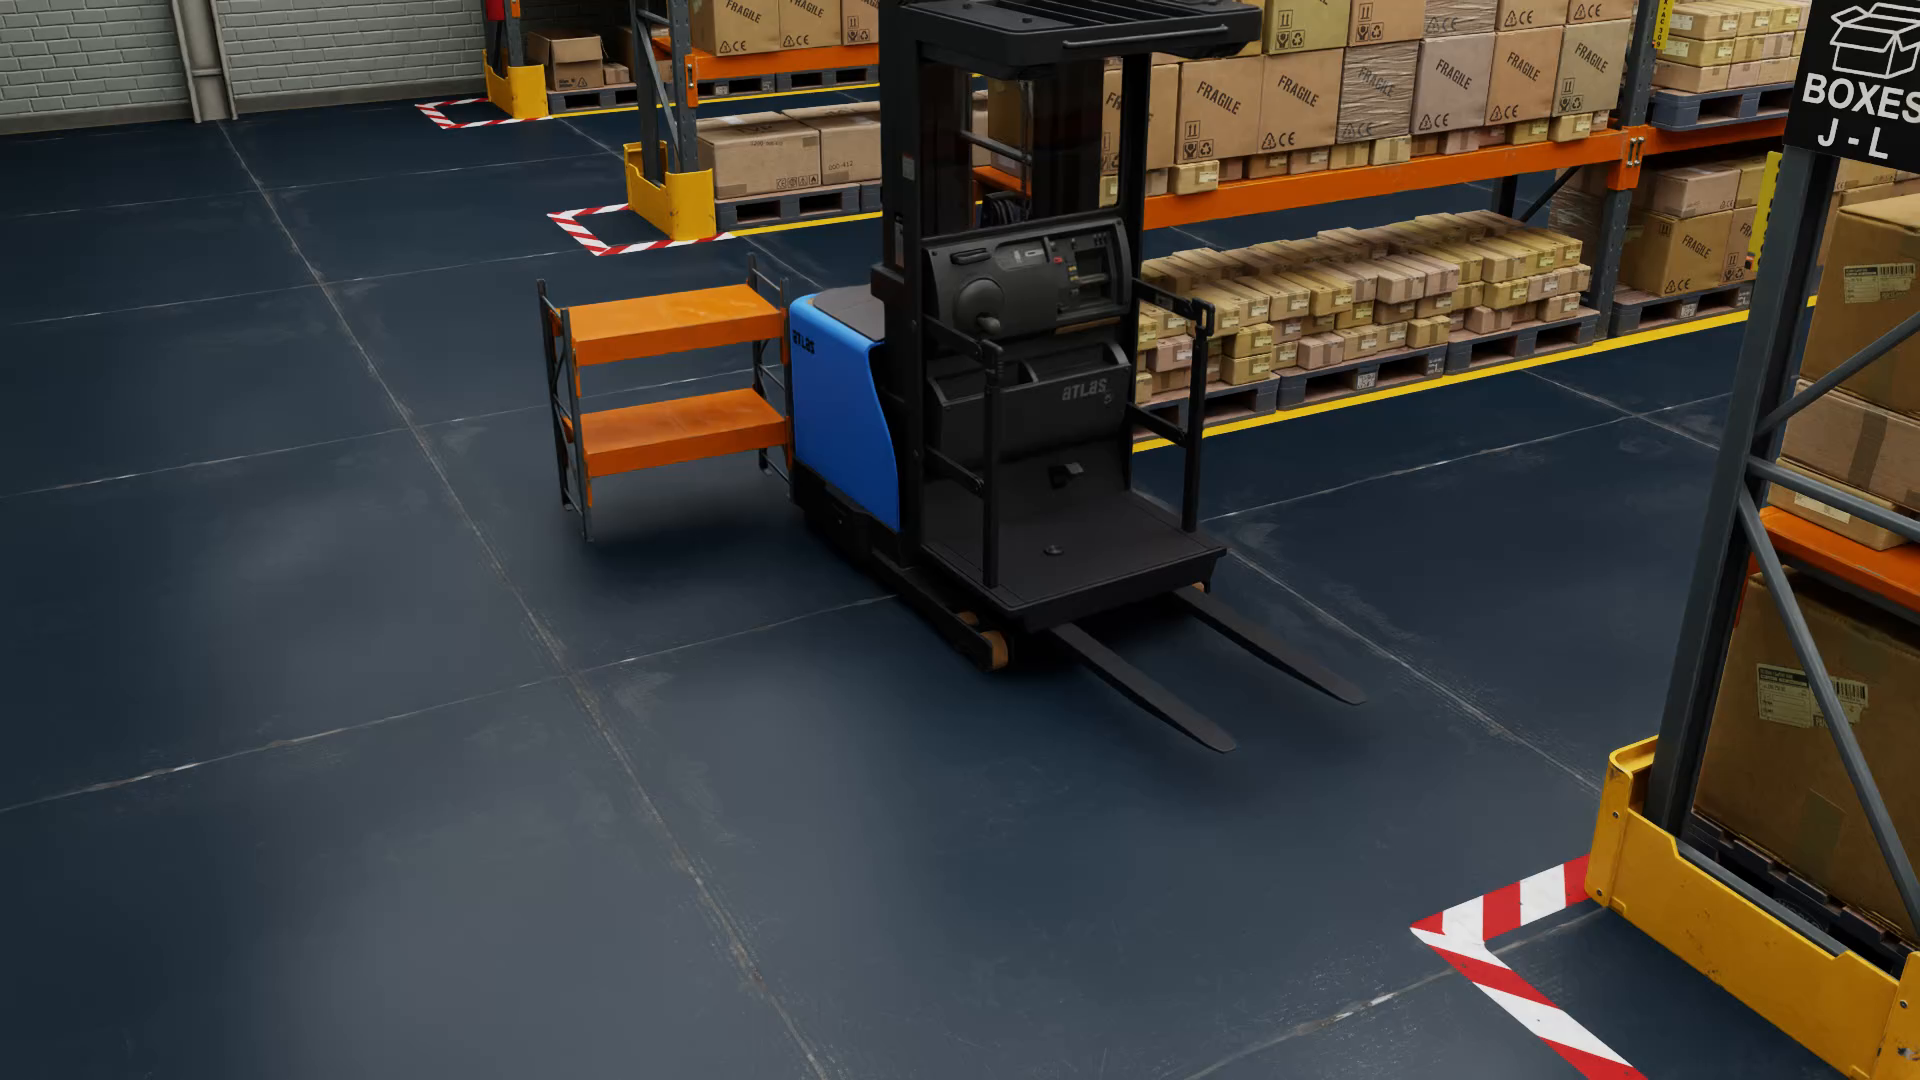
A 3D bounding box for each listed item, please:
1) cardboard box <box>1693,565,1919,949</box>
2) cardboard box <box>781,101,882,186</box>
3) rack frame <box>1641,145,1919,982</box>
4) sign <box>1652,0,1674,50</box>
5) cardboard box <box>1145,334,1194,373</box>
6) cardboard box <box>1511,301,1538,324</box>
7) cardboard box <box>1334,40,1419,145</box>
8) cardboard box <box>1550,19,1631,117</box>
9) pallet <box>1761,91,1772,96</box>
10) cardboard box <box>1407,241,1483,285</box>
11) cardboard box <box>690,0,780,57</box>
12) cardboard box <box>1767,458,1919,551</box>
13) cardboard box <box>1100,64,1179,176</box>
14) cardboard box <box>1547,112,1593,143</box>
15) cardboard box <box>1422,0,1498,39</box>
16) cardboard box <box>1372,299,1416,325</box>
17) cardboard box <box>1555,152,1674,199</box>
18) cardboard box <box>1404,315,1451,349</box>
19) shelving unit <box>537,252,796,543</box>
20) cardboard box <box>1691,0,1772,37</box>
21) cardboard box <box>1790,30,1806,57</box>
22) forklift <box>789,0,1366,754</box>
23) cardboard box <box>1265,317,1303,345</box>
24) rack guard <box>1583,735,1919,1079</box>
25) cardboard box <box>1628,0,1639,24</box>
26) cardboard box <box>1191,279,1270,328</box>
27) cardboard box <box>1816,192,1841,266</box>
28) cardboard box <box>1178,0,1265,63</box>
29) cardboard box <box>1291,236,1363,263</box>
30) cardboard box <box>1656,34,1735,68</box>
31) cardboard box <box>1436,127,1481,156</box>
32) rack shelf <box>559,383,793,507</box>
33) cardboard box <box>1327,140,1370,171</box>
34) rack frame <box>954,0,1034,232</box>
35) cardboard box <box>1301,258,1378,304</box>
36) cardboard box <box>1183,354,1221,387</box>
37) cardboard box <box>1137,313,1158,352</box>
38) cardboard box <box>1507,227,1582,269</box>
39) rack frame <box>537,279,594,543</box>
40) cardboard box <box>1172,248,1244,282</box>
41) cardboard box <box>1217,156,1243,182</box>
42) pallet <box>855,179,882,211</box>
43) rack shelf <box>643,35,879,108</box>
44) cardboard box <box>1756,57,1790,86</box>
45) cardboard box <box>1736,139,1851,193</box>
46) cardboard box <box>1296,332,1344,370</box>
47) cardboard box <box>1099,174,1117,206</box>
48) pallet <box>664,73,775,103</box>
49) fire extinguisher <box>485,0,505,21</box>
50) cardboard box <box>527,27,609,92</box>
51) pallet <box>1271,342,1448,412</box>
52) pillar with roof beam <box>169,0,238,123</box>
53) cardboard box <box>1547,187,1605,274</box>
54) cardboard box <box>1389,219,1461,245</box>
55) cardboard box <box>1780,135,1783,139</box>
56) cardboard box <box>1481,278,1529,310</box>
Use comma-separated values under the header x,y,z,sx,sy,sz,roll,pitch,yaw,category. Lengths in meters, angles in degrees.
x,y,z,sx,sy,sz,roll,pitch,yaw,category
2.974,0.564,5.079,0.875,0.875,0.875,-13,29,-25,cardboard box
-0.878,-3.225,13.476,0.875,0.438,0.875,-12,28,-24,cardboard box
2.447,-0.044,4.375,0.127,3.000,1.000,-13,29,-25,rack frame
3.993,-2.958,9.444,0.005,0.325,0.100,-13,29,-25,sign
1.053,-1.039,8.914,0.250,0.149,0.380,-13,29,-25,cardboard box
3.277,-1.446,10.105,0.250,0.149,0.380,-12,28,-24,cardboard box
2.073,-2.443,8.914,0.500,0.500,0.500,-14,29,-26,cardboard box
3.438,-2.746,9.544,0.500,0.500,0.500,-13,29,-25,cardboard box
5.533,-3.082,10.926,1.213,0.211,1.003,-13,29,-25,pallet
2.851,-1.630,9.800,0.250,0.149,0.380,-12,28,-23,cardboard box
-1.658,-3.861,12.211,0.500,0.500,0.500,-13,29,-25,cardboard box
2.606,-0.129,4.842,0.250,0.149,0.380,-12,28,-24,cardboard box
0.728,-2.123,8.248,0.500,0.500,0.500,-12,28,-23,cardboard box
3.413,-2.418,9.611,0.250,0.149,0.380,-14,29,-26,cardboard box
2.532,-2.998,8.914,0.500,0.500,0.500,-12,28,-24,cardboard box
2.413,-1.385,9.633,0.250,0.149,0.380,-14,29,-28,cardboard box
4.270,-2.422,10.865,0.500,0.250,0.500,-14,29,-26,cardboard box
2.632,-1.256,9.710,0.250,0.149,0.380,-13,29,-25,cardboard box
-1.367,-0.690,7.888,1.048,1.125,0.538,-12,28,-23,shelving unit
4.539,-3.081,9.819,0.250,0.149,0.380,-12,28,-24,cardboard box
4.980,-3.047,10.092,0.250,0.149,0.380,-14,29,-27,cardboard box
0.402,-1.024,6.496,1.130,2.935,3.031,-15,29,-28,forklift
1.694,-1.224,9.299,0.250,0.149,0.380,-14,29,-28,cardboard box
2.425,1.088,4.906,0.348,0.500,1.175,-13,29,-25,rack guard
3.994,-3.274,10.220,0.250,0.149,0.380,-12,28,-23,cardboard box
1.473,-1.294,9.101,0.250,0.149,0.380,-15,29,-28,cardboard box
5.430,-2.105,11.071,0.500,0.500,0.500,-12,28,-24,cardboard box
1.165,-2.684,8.259,0.500,0.500,0.500,-12,28,-24,cardboard box
2.175,-1.681,9.907,0.250,0.149,0.380,-14,29,-27,cardboard box
4.295,-2.888,9.760,0.250,0.149,0.380,-13,28,-24,cardboard box
2.685,-2.277,9.316,0.250,0.149,0.380,-14,29,-27,cardboard box
-1.367,-0.470,7.994,1.000,0.278,0.538,-12,28,-23,rack shelf
1.994,-2.123,8.997,0.250,0.149,0.380,-12,28,-23,cardboard box
0.202,-1.958,8.363,0.127,3.000,1.000,-13,29,-25,rack frame
2.153,-1.471,9.469,0.250,0.149,0.380,-13,29,-25,cardboard box
1.223,-0.985,9.144,0.250,0.149,0.380,-13,28,-25,cardboard box
0.824,-1.108,8.713,0.250,0.149,0.380,-14,29,-27,cardboard box
3.540,-1.773,10.099,0.250,0.149,0.380,-12,28,-24,cardboard box
-1.826,-0.596,7.691,0.032,1.125,0.500,-12,28,-23,rack frame
1.436,-1.570,9.676,0.250,0.149,0.380,-12,28,-23,cardboard box
1.274,-1.993,8.726,0.250,0.149,0.380,-12,28,-23,cardboard box
-0.473,-3.011,13.777,1.213,0.211,1.003,-13,29,-25,pallet
-0.452,-3.911,13.262,4.000,0.370,1.077,-13,29,-25,rack shelf
4.760,-2.862,10.050,0.250,0.149,0.380,-13,28,-25,cardboard box
5.428,-2.435,10.892,0.500,0.250,0.500,-12,28,-23,cardboard box
1.941,-1.101,9.386,0.250,0.149,0.380,-15,29,-28,cardboard box
0.642,-1.786,8.294,0.250,0.149,0.380,-13,29,-26,cardboard box
-2.710,-4.891,17.693,1.213,0.211,1.003,-13,29,-25,pallet
-4.468,-5.314,15.872,0.183,0.674,0.296,-13,29,-25,fire extinguisher
-3.971,-4.875,16.838,0.637,0.503,0.797,-14,29,-27,cardboard box
2.078,-1.115,9.829,1.213,0.211,1.003,-13,29,-25,pallet
-5.333,-6.579,11.055,0.400,9.000,9.100,-13,29,-25,pillar with roof beam
4.266,-2.082,11.024,0.500,0.500,0.500,-14,29,-26,cardboard box
2.859,-1.850,10.260,0.250,0.149,0.380,-13,29,-26,cardboard box
5.648,-2.741,11.530,0.500,0.250,0.500,-13,28,-25,cardboard box
3.142,-1.505,9.883,0.250,0.149,0.380,-14,29,-27,cardboard box
